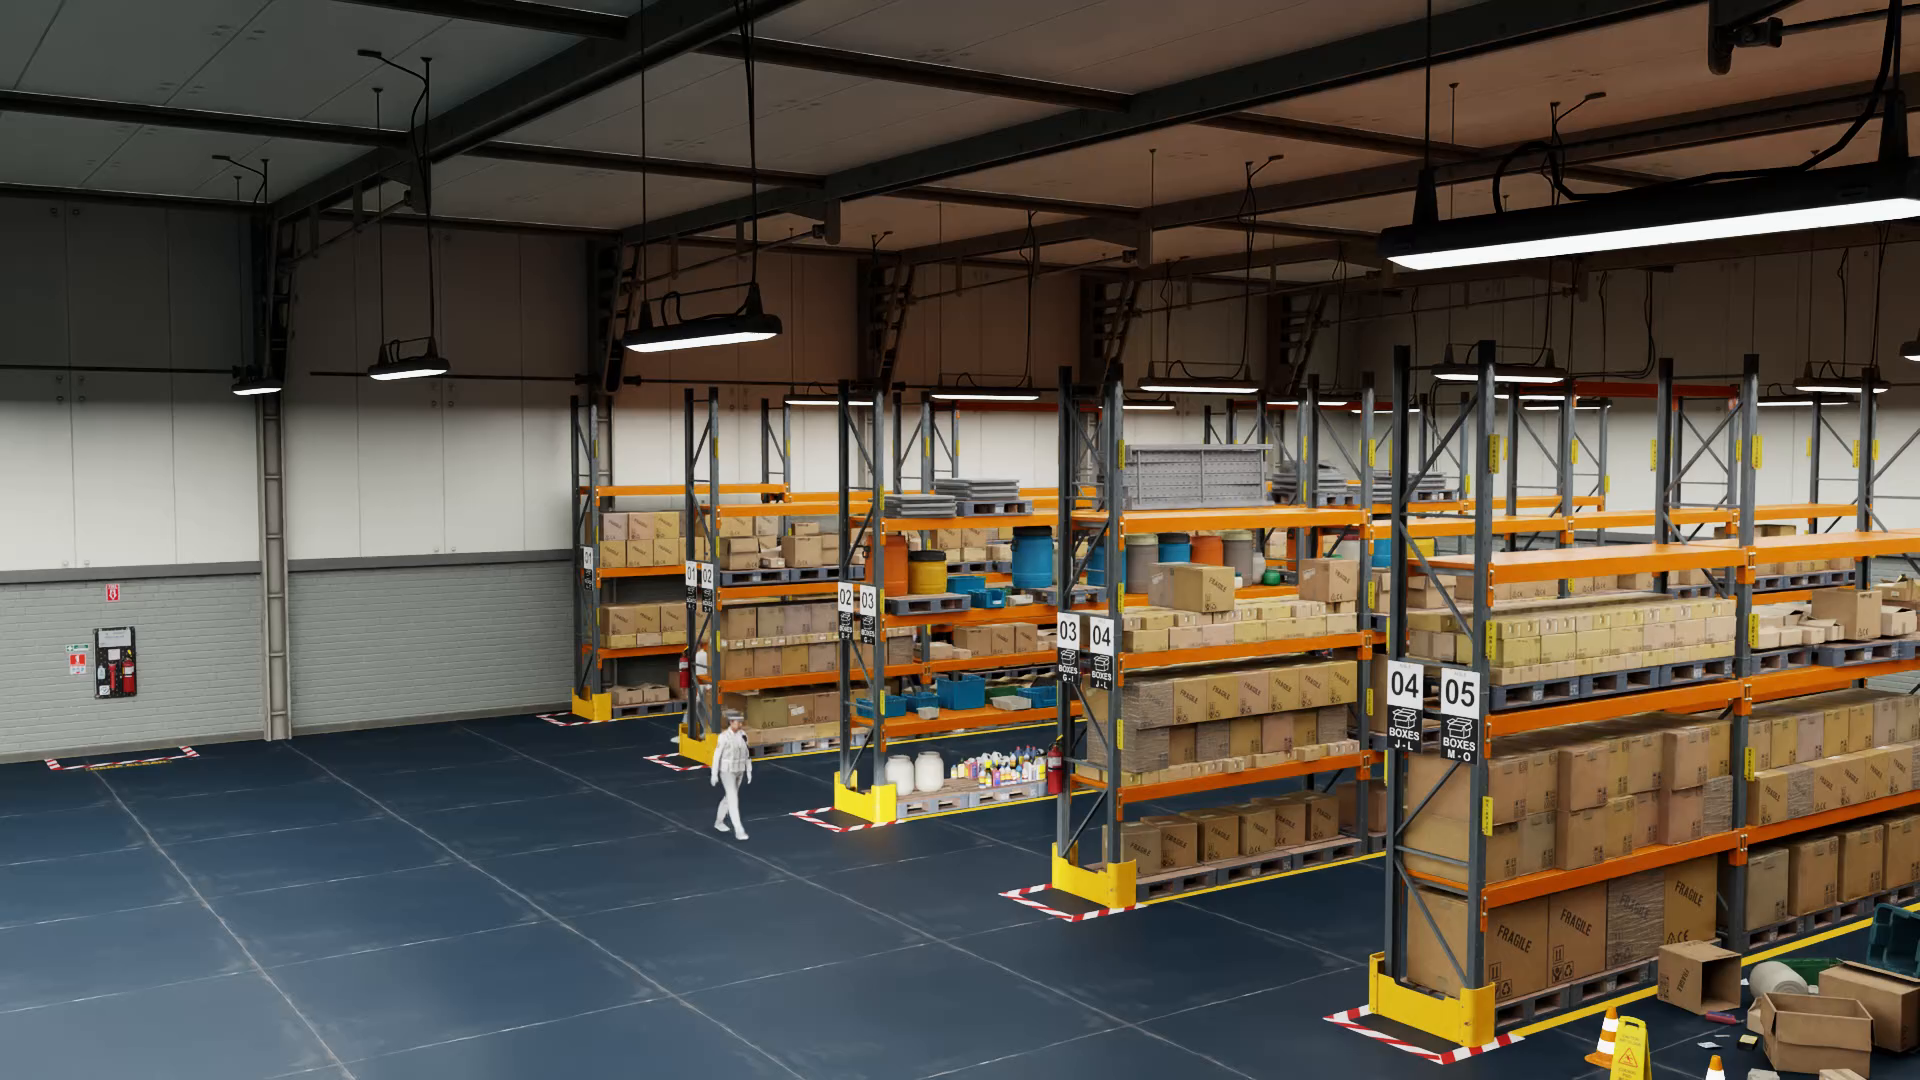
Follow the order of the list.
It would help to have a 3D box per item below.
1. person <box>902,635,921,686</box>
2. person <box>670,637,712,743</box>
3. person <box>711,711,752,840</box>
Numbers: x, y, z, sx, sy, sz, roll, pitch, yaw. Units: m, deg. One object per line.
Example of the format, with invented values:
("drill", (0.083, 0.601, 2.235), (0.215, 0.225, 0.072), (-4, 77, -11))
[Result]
("person", (-1.083, 2.378, 32.654), (0.877, 1.616, 0.510), (-2, 4, -33))
("person", (-4.604, 2.559, 28.579), (0.845, 1.778, 0.619), (-1, 4, -18))
("person", (-2.928, 3.029, 21.629), (0.930, 1.617, 0.561), (3, 4, 38))
